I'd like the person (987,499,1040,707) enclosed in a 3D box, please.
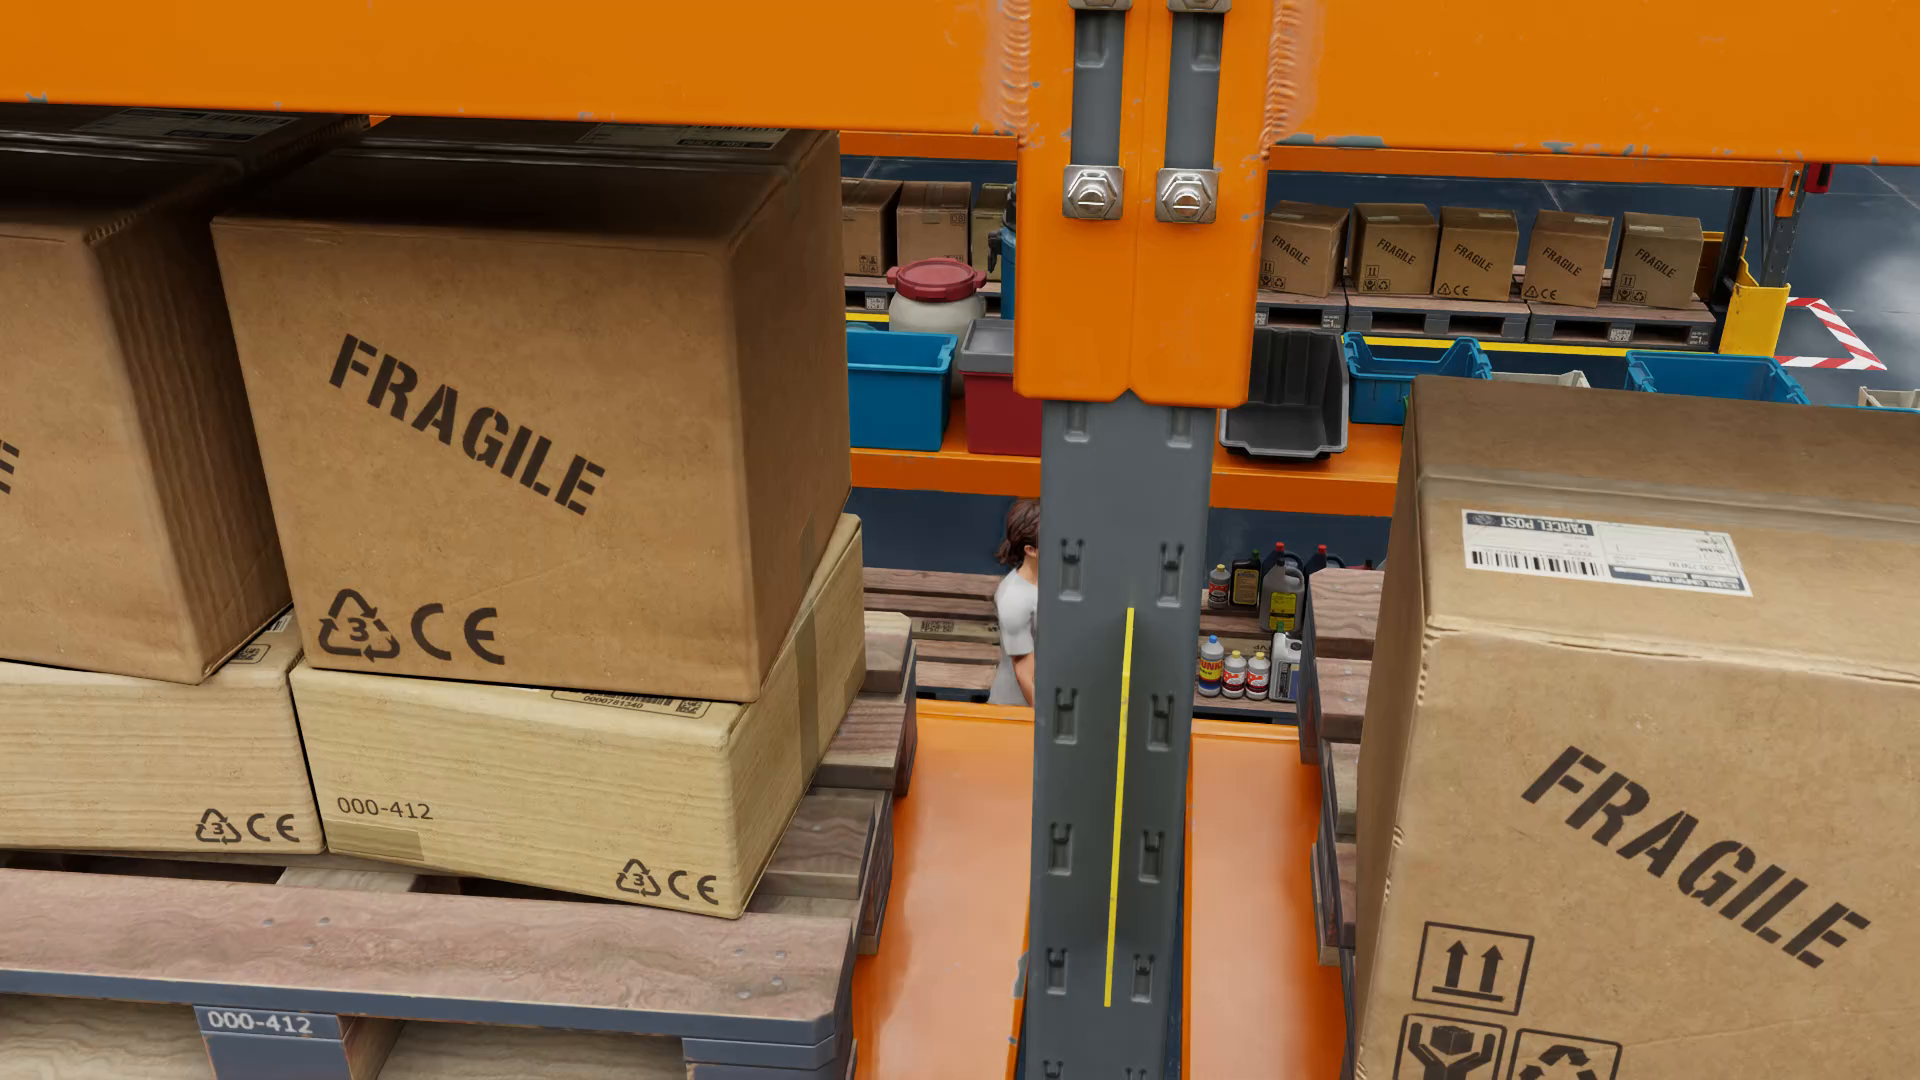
[{"bbox_3d":[0.319,0.595,6.004,1.034,1.605,0.439,21,35,33],"label":"person"}]
